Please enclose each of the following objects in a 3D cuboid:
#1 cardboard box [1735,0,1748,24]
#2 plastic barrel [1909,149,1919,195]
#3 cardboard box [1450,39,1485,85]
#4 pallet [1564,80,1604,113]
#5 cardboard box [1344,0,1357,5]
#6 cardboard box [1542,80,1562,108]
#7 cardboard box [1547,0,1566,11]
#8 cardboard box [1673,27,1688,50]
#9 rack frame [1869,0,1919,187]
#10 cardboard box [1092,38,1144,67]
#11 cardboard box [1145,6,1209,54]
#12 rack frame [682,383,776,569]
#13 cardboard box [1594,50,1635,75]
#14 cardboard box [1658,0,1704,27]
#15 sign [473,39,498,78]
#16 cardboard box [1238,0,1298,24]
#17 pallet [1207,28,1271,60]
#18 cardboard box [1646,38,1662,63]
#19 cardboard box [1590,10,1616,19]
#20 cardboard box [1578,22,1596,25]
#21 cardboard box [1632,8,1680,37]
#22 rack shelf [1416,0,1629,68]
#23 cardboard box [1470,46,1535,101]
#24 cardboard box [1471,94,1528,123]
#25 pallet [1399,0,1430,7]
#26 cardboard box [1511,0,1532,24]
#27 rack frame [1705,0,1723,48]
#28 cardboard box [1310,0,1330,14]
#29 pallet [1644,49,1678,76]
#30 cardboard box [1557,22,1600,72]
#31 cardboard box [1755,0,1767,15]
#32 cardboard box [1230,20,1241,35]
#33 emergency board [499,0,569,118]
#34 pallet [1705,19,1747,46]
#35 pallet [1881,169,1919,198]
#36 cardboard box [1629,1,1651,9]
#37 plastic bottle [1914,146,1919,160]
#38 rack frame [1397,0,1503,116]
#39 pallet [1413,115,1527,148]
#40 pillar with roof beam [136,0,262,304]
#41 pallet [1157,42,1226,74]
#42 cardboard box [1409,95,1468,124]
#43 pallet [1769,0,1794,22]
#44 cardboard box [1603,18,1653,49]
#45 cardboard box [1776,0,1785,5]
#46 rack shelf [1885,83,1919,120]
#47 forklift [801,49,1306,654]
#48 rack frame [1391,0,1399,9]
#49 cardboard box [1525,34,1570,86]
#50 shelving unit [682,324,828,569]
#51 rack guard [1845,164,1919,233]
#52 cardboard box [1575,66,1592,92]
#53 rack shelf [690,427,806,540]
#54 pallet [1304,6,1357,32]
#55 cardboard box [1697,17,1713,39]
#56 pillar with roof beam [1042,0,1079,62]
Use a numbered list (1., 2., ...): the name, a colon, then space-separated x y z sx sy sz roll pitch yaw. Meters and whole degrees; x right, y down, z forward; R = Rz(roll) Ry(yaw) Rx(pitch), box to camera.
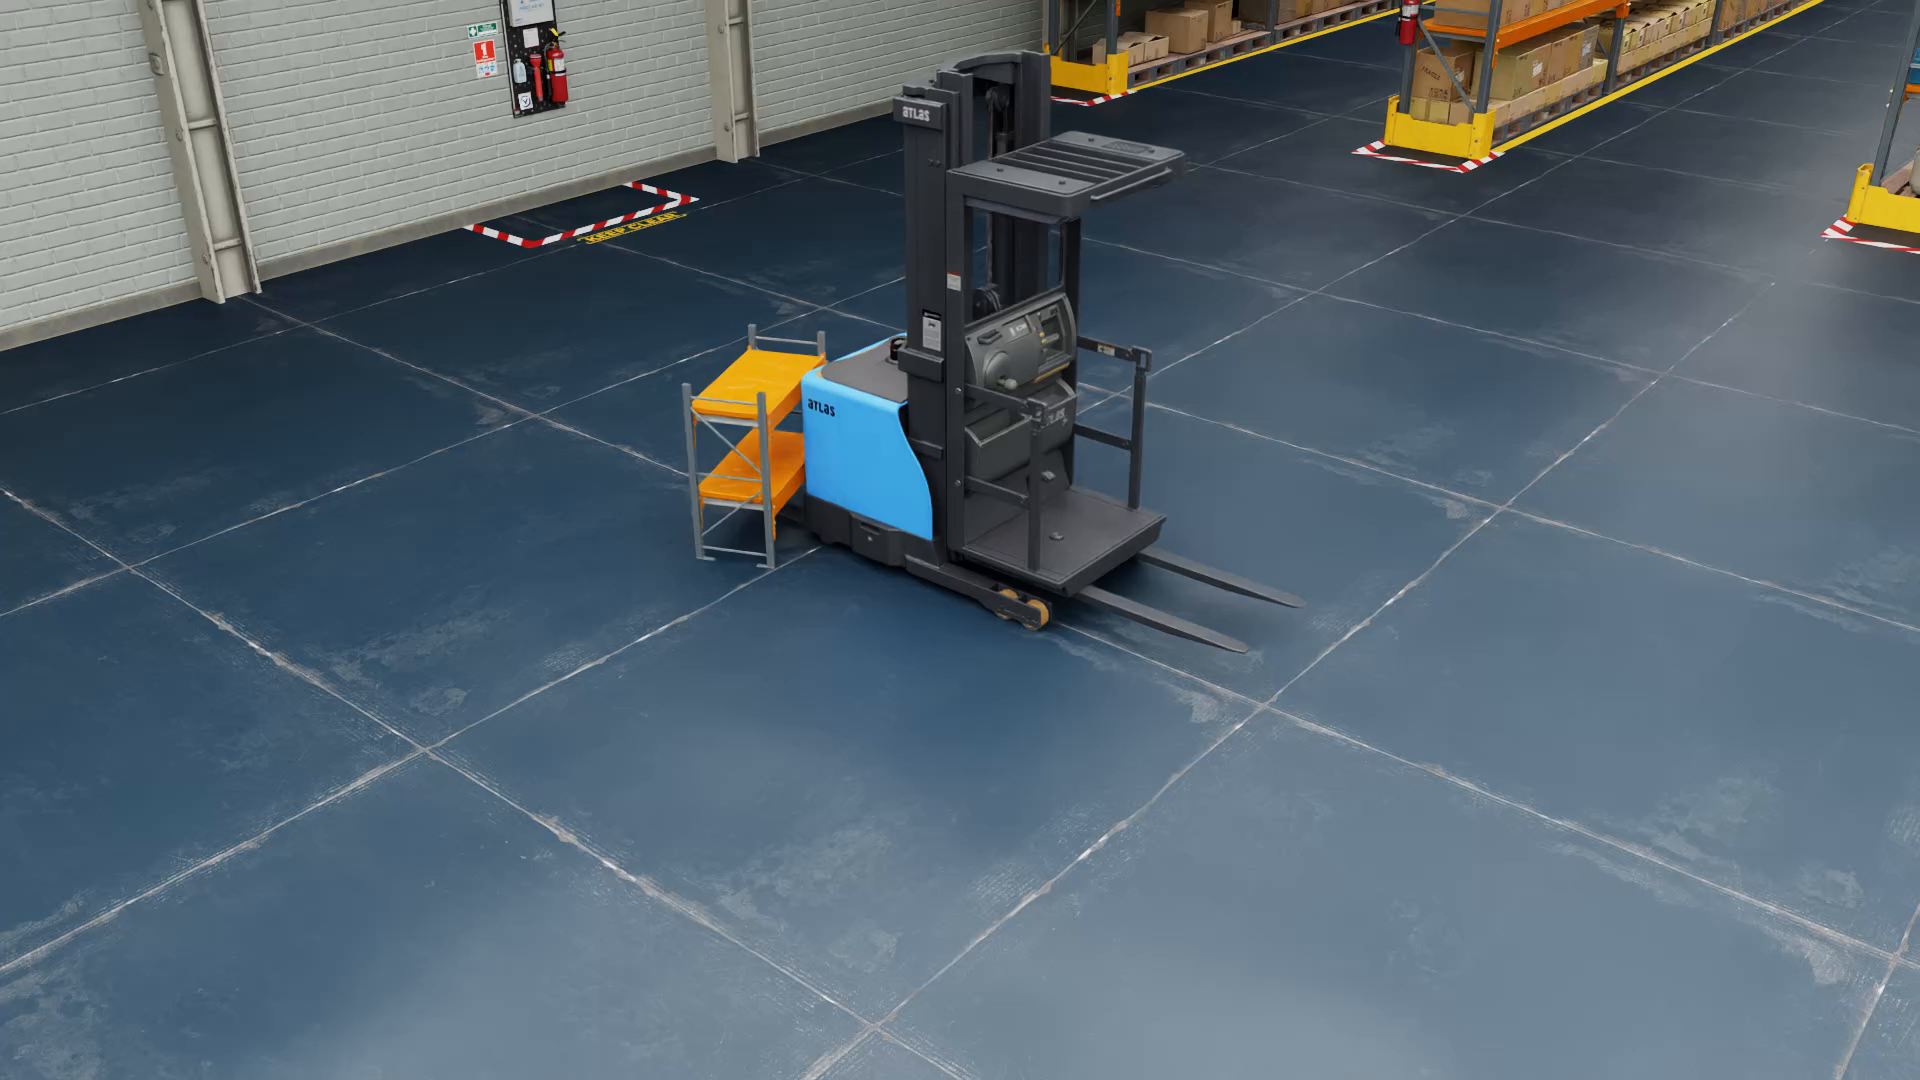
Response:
1. cardboard box: 11.322 -7.948 24.592 0.500 0.500 0.500 19 33 33
2. plastic barrel: 9.574 -3.650 16.291 0.421 0.512 0.421 0 27 0
3. cardboard box: 6.131 -5.696 19.715 0.500 0.500 0.500 21 34 34
4. pallet: 7.401 -5.672 20.984 1.003 0.211 1.213 21 34 34
5. cardboard box: 5.823 -8.711 26.065 0.700 0.500 0.500 21 34 34
6. cardboard box: 6.863 -5.383 19.927 0.500 0.250 0.500 21 34 34
7. cardboard box: 6.684 -6.518 19.475 0.700 0.500 0.500 22 35 36
8. cardboard box: 9.689 -6.944 22.945 0.500 0.250 0.500 22 34 36
9. rack frame: 9.214 -4.313 15.322 1.000 3.000 0.127 21 34 34
10. cardboard box: 2.079 -6.428 21.859 0.500 0.311 0.500 17 32 29
11. cardboard box: 2.947 -6.960 22.681 0.700 0.500 0.500 18 33 31
12. rack frame: -1.347 -0.364 9.729 0.500 1.125 0.032 7 28 13
13. cardboard box: 8.386 -6.216 21.536 0.500 0.250 0.500 20 33 33
14. cardboard box: 10.014 -7.369 23.154 0.500 0.311 0.500 20 34 34
15. sign: -4.502 -4.567 15.774 0.001 0.329 0.234 21 34 34
16. cardboard box: 4.569 -7.977 24.648 0.700 0.500 0.500 22 35 36
17. pallet: 3.714 -7.139 23.821 1.003 0.211 1.213 21 34 34
18. cardboard box: 9.040 -6.581 22.242 0.500 0.250 0.500 20 33 33
19. cardboard box: 8.620 -6.984 22.411 0.500 0.311 0.500 21 34 34
20. cardboard box: 7.975 -6.622 21.710 0.500 0.311 0.500 21 34 34
21. cardboard box: 9.371 -7.013 22.468 0.500 0.311 0.500 22 34 36
22. rack shelf: 6.667 -6.151 19.659 1.077 0.370 4.000 21 34 34
23. cardboard box: 6.224 -5.363 19.072 0.500 0.500 0.500 21 34 34
24. cardboard box: 6.222 -5.030 19.245 0.500 0.250 0.500 21 34 34
25. pallet: 7.218 -9.064 27.540 1.003 0.211 1.213 21 34 34
26. cardboard box: 6.032 -6.155 18.775 0.700 0.500 0.500 22 34 36
27. rack frame: 10.483 -8.598 23.606 1.000 3.000 0.127 21 34 34
28. cardboard box: 5.215 -8.344 25.357 0.700 0.500 0.500 21 34 35
29. pallet: 9.153 -6.649 22.872 1.003 0.211 1.213 21 34 34
30. cardboard box: 7.485 -6.076 20.450 0.500 0.500 0.500 21 34 34
31. cardboard box: 11.973 -8.311 25.293 0.500 0.500 0.500 19 33 33
32. cardboard box: 3.797 -7.365 23.827 0.380 0.166 0.250 16 31 28
33. emergency board: -4.070 -4.717 16.103 0.194 1.169 0.643 21 34 34
34. pallet: 10.987 -7.613 24.737 1.003 0.211 1.213 21 34 34
35. pallet: 9.747 -3.401 16.595 1.003 0.211 1.213 21 34 34
36. cardboard box: 9.269 -7.344 23.106 0.500 0.311 0.500 20 33 33
37. plastic bottle: 10.044 -4.045 17.370 0.097 0.201 0.097 0 27 0
38. rack frame: 5.394 -5.762 18.123 1.000 3.000 0.127 21 34 34
39. pallet: 5.849 -4.807 19.311 1.003 0.211 1.213 21 34 34
40. pillar with roof beam: -2.964 -4.861 9.853 9.100 9.000 0.400 21 34 34
41. pallet: 2.938 -6.705 22.981 1.003 0.211 1.213 21 34 34
42. cardboard box: 5.508 -5.003 19.193 0.500 0.250 0.500 21 34 34
43. pallet: 12.539 -8.478 26.409 1.003 0.211 1.213 21 34 34
44. cardboard box: 8.716 -6.644 21.753 0.500 0.311 0.500 20 34 34
45. cardboard box: 12.614 -8.670 25.986 0.500 0.500 0.500 21 34 35
46. rack shelf: 10.486 -4.702 16.858 1.077 0.370 4.000 21 34 34
47. forklift: 0.509 -1.074 9.137 3.031 2.935 1.130 20 34 34
48. rack frame: 6.658 -10.045 26.402 1.000 3.000 0.127 21 34 34
49. cardboard box: 6.863 -5.716 19.754 0.500 0.500 0.500 21 34 34
50. shelving unit: -1.214 -0.589 10.165 0.538 1.125 1.048 7 28 13
51. rack guard: 9.226 -3.243 15.975 1.175 0.500 0.348 21 34 34
52. cardboard box: 7.487 -5.742 20.621 0.500 0.250 0.500 21 34 34
53. rack shelf: -1.214 -0.372 10.277 0.538 0.278 1.000 7 28 13
54. pallet: 5.384 -8.099 25.675 1.003 0.211 1.213 21 34 34
55. cardboard box: 10.337 -7.306 23.643 0.500 0.250 0.500 22 34 36
56. pillar with roof beam: 4.669 -9.116 18.077 9.100 9.000 0.400 21 34 34
